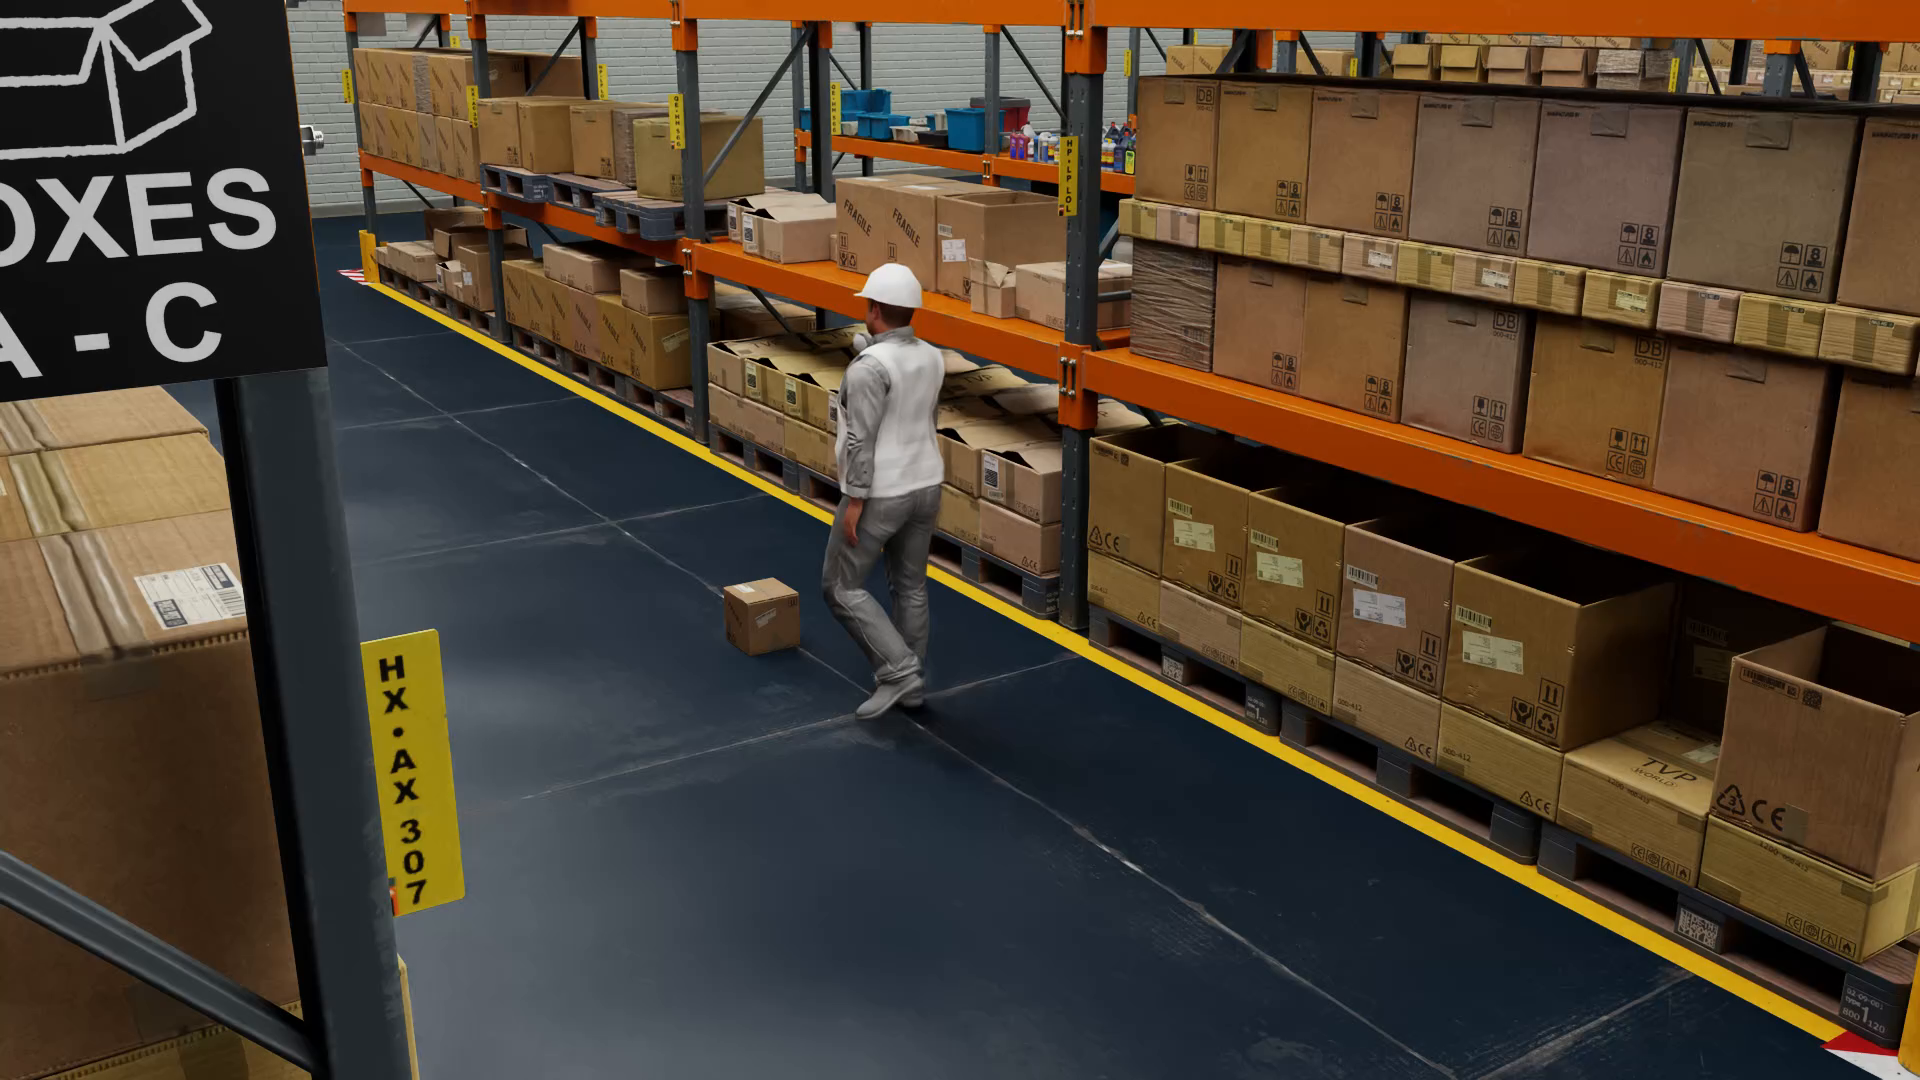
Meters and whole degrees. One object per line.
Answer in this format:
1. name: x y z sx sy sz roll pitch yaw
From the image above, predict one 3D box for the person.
1. person: -0.252 -0.184 6.509 0.473 1.763 0.563 16 24 40
